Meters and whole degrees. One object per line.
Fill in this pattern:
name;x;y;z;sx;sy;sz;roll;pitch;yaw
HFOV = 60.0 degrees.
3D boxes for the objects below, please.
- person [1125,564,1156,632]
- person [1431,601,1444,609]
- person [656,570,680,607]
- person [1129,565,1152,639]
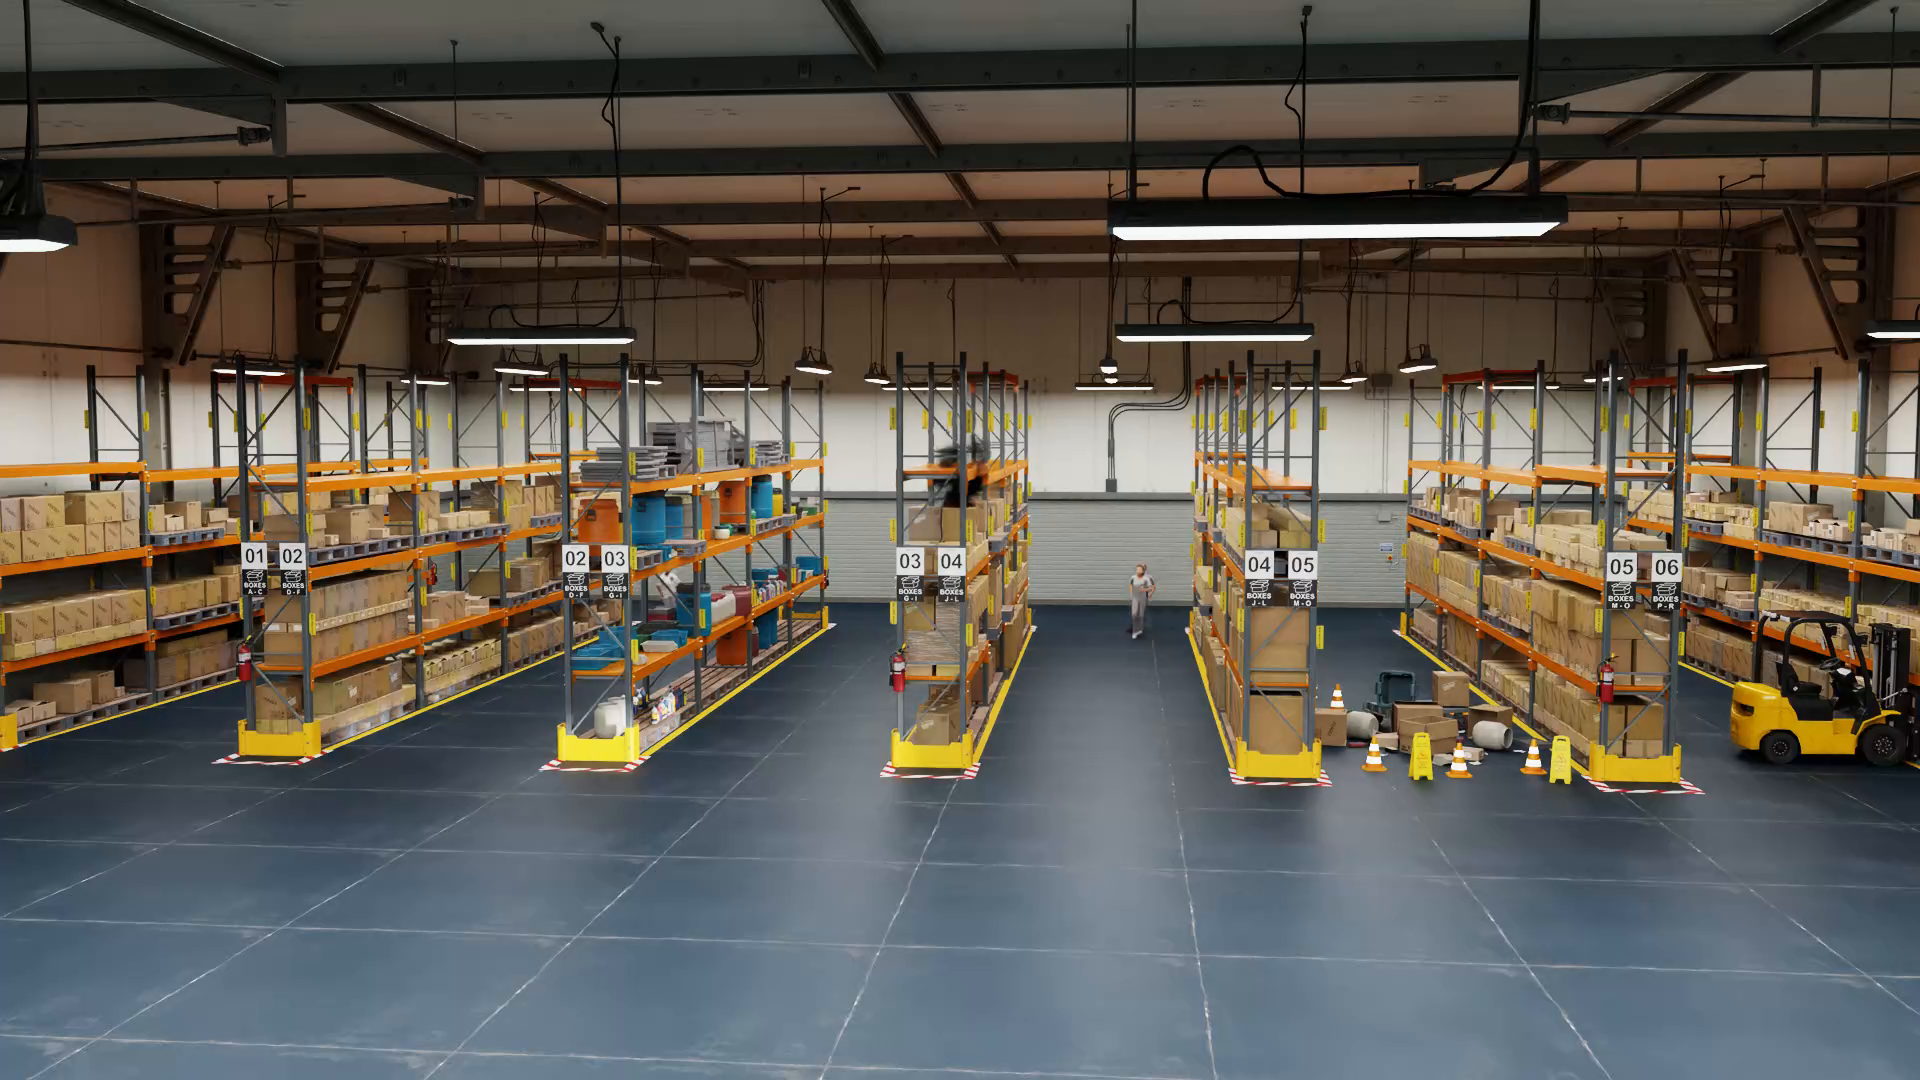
person;4.307;1.369;39.611;0.693;1.618;0.856;3;5;36
person;11.600;1.311;40.057;0.636;1.658;0.669;3;5;37
person;-6.977;1.359;39.852;0.599;1.646;0.599;-1;4;-7
person;4.182;1.426;38.641;0.552;1.714;0.708;1;4;13
